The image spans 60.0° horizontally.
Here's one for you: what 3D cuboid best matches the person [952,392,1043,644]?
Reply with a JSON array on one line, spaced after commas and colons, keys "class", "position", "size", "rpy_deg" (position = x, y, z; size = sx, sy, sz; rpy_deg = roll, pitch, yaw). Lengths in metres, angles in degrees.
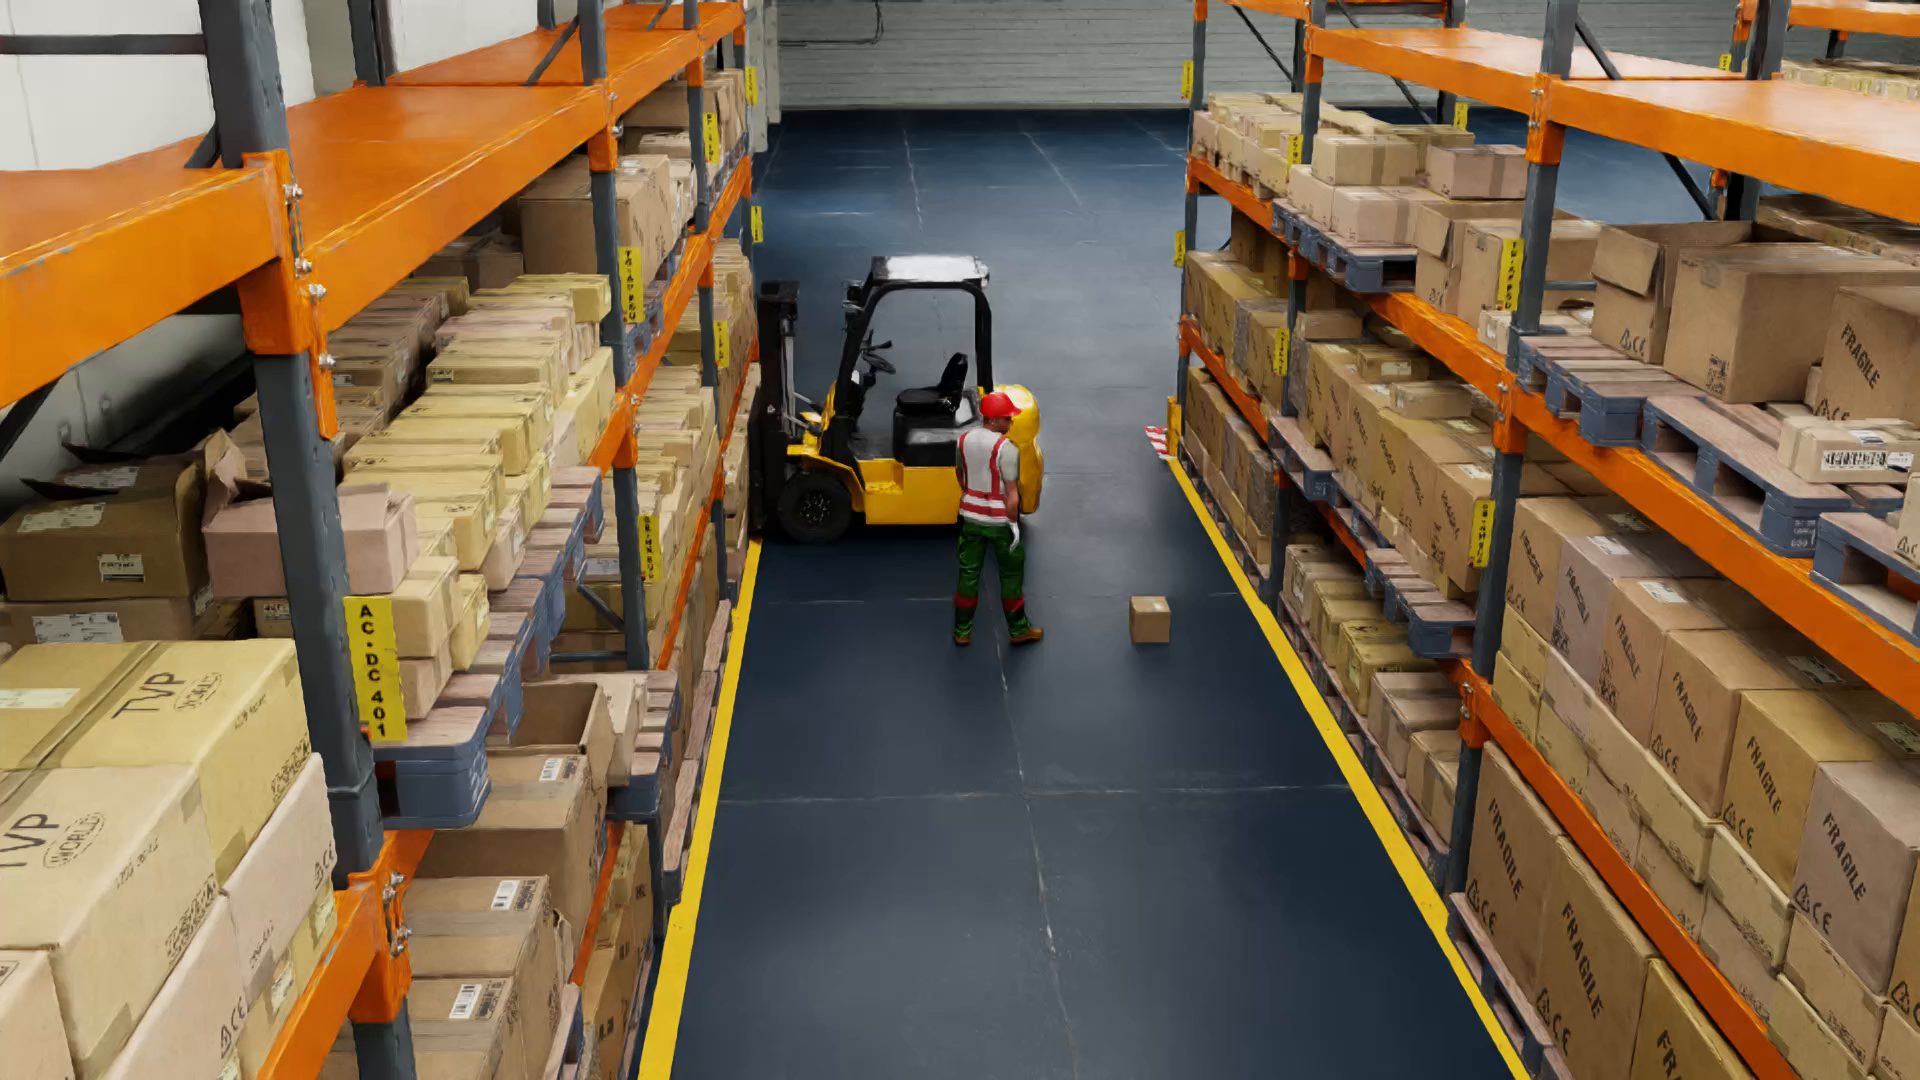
[{"class": "person", "position": [0.226, -0.153, 11.392], "size": [0.596, 1.794, 0.528], "rpy_deg": [12, 24, 30]}]
